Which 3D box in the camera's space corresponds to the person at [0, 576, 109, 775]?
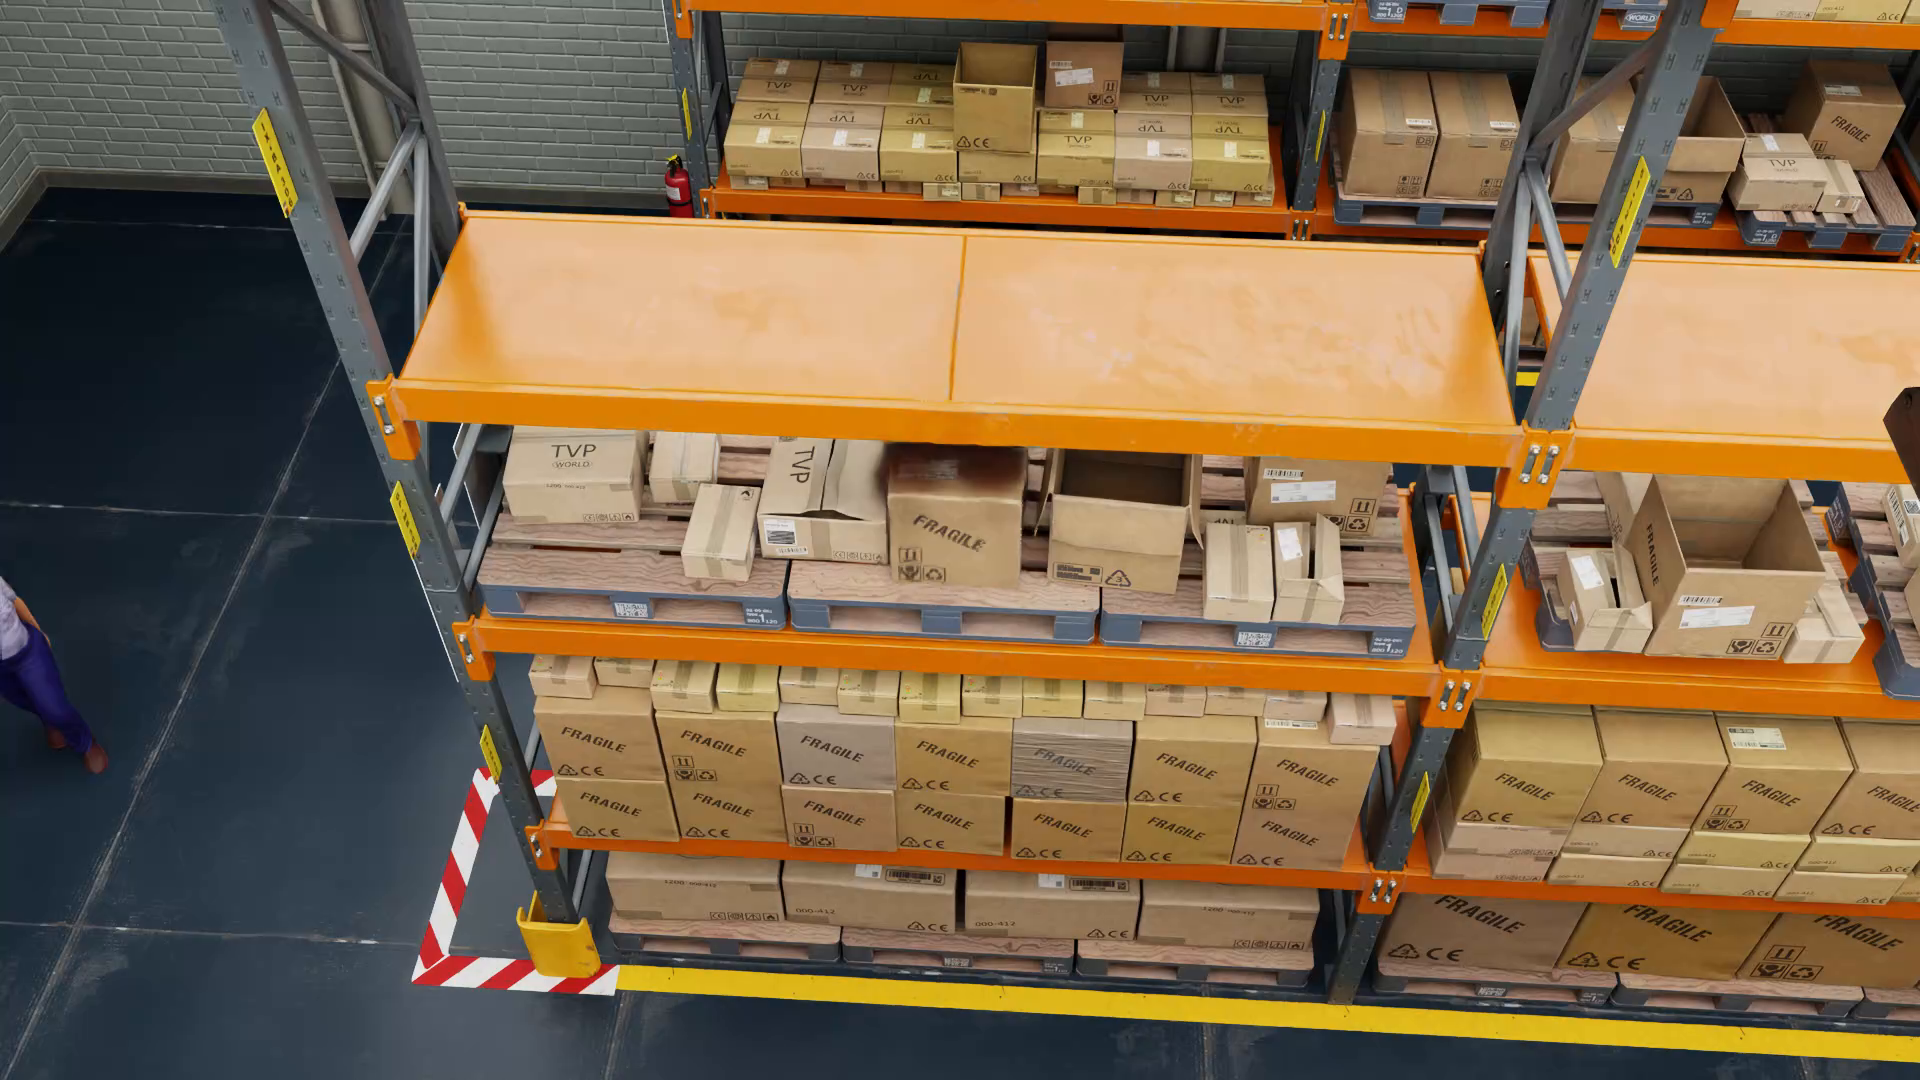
[{"bbox_3d":[-5.180,0.679,9.041,0.477,1.696,0.568,-13,49,-12],"label":"person"}]
